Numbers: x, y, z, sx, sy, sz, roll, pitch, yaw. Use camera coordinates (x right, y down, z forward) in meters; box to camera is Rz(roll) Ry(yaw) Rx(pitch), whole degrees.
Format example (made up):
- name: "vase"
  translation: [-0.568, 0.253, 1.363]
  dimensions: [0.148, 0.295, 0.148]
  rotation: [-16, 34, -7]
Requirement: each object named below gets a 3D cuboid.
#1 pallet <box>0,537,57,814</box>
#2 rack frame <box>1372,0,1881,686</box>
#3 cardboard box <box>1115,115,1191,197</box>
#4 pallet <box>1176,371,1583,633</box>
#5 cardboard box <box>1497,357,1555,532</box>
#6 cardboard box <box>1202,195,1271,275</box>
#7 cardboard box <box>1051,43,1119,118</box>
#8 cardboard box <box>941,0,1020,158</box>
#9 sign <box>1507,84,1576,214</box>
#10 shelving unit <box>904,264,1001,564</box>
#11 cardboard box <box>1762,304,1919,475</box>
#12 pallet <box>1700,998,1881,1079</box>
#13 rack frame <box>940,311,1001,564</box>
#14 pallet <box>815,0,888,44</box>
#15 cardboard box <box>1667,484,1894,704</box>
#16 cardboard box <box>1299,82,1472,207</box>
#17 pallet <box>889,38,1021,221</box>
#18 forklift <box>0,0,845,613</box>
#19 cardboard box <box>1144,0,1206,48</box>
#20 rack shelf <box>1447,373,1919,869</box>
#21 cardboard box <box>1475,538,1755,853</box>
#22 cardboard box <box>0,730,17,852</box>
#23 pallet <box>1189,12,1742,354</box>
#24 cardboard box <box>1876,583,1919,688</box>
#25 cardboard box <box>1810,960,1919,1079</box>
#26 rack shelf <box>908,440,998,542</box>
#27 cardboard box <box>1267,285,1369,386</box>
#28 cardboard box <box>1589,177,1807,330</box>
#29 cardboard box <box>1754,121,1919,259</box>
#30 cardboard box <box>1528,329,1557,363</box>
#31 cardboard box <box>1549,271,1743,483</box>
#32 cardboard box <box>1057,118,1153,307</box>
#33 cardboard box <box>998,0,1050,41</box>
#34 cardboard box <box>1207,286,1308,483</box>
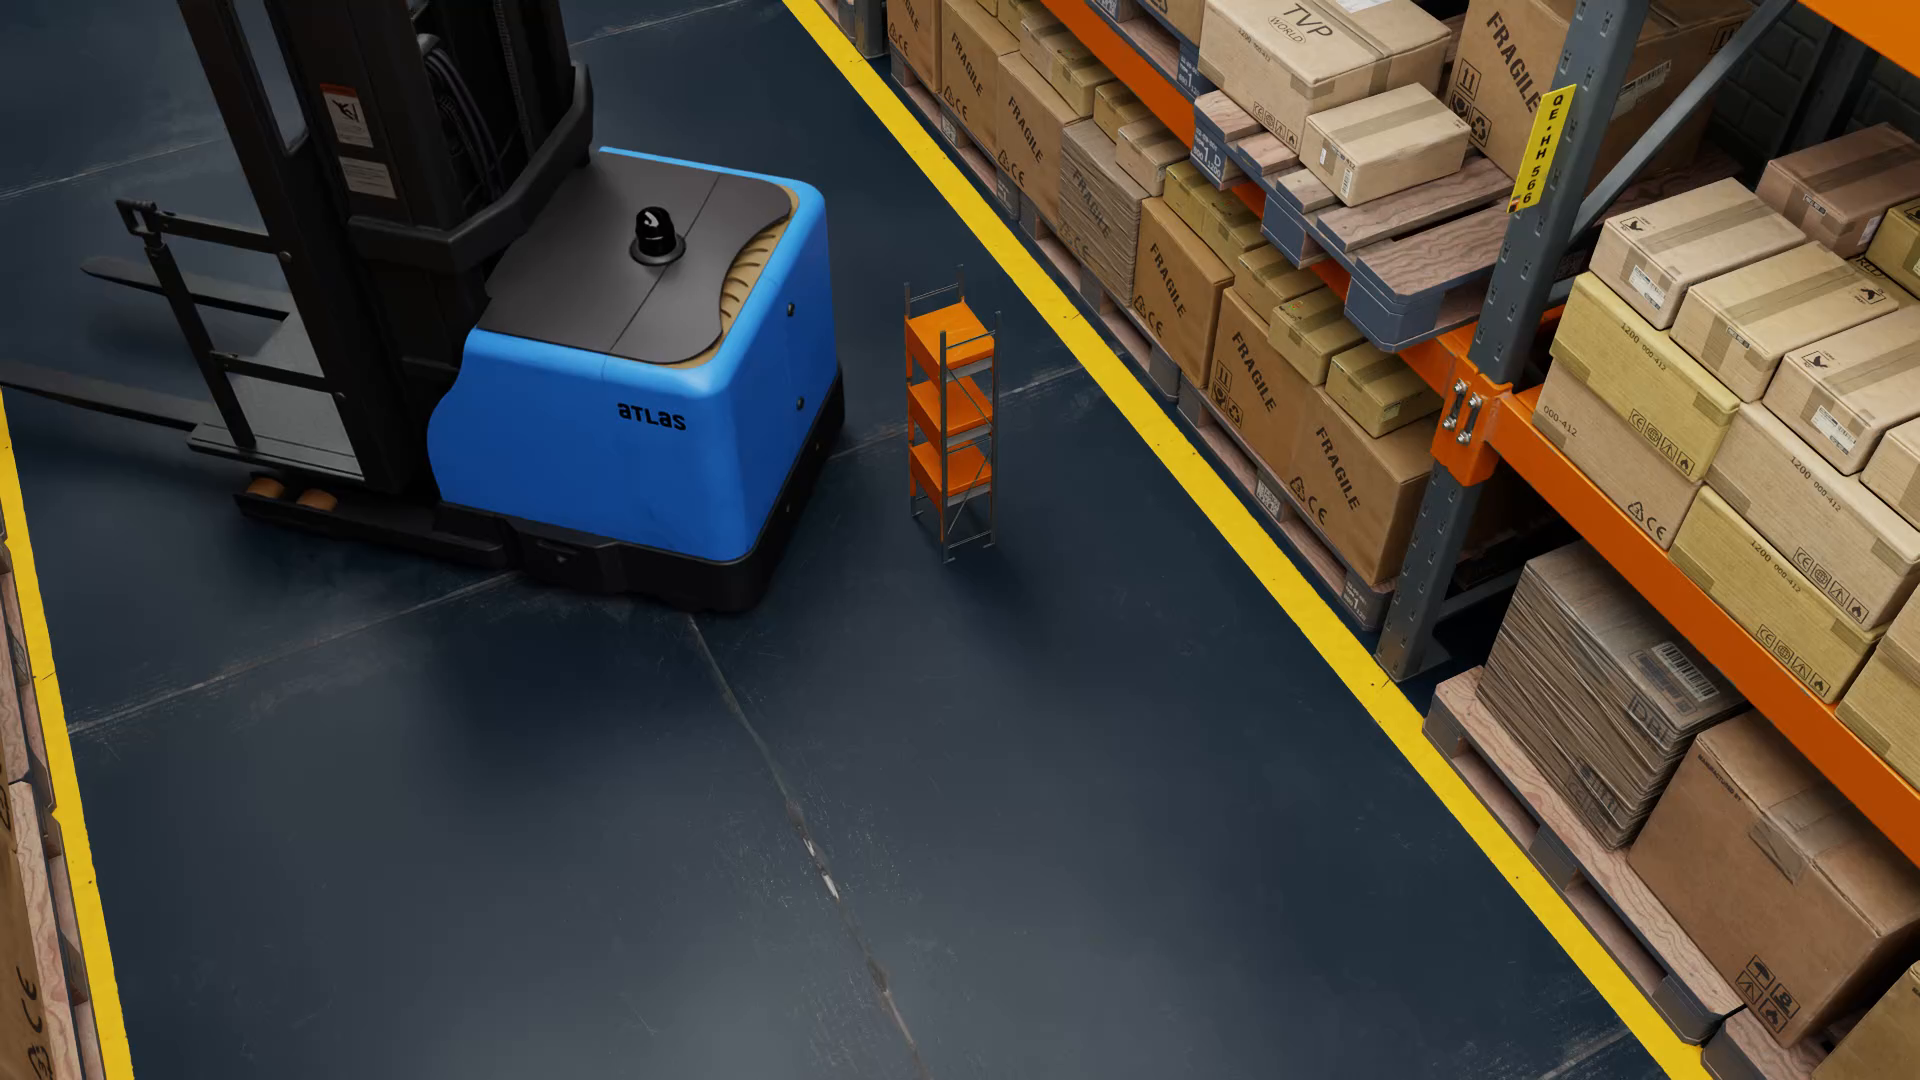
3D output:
- name: "pallet"
  translation: [-3.444, 0.527, 5.149]
  dimensions: [1.003, 0.211, 1.213]
  rotation: [-21, 52, -18]
- name: "rack frame"
  translation: [1.816, -0.734, 4.399]
  dimensions: [1.000, 3.000, 0.127]
  rotation: [-21, 52, -18]
- name: "cardboard box"
  translation: [0.783, -1.403, 5.935]
  dimensions: [0.380, 0.149, 0.250]
  rotation: [-23, 53, -19]
- name: "pallet"
  translation: [1.508, -0.329, 5.897]
  dimensions: [1.003, 0.211, 1.213]
  rotation: [-21, 52, -18]
- name: "cardboard box"
  translation: [1.873, -0.428, 5.513]
  dimensions: [0.500, 0.500, 0.500]
  rotation: [-19, 52, -16]
- name: "cardboard box"
  translation: [1.051, -1.062, 5.637]
  dimensions: [0.380, 0.149, 0.250]
  rotation: [-20, 52, -16]
- name: "cardboard box"
  translation: [0.567, -1.756, 6.244]
  dimensions: [0.380, 0.149, 0.250]
  rotation: [-19, 52, -16]
- name: "cardboard box"
  translation: [0.259, -1.972, 6.864]
  dimensions: [0.500, 0.500, 0.500]
  rotation: [-22, 52, -18]
- name: "sign"
  translation: [1.338, -0.896, 3.824]
  dimensions: [0.100, 0.325, 0.005]
  rotation: [-21, 52, -18]
- name: "shelving unit"
  translation: [-0.025, -0.381, 5.386]
  dimensions: [0.215, 1.050, 0.252]
  rotation: [-21, 52, -18]
- name: "cardboard box"
  translation: [1.964, -0.324, 3.544]
  dimensions: [0.380, 0.149, 0.250]
  rotation: [-20, 52, -17]
- name: "pallet"
  translation: [2.712, 1.564, 4.242]
  dimensions: [1.003, 0.211, 1.213]
  rotation: [-21, 52, -18]
- name: "rack frame"
  translation: [0.031, -0.300, 5.315]
  dimensions: [0.200, 1.050, 0.008]
  rotation: [-21, 52, -18]
- name: "pallet"
  translation: [-0.328, -2.953, 8.193]
  dimensions: [1.003, 0.211, 1.213]
  rotation: [-21, 52, -18]
- name: "cardboard box"
  translation: [2.028, 0.035, 3.826]
  dimensions: [0.500, 0.250, 0.500]
  rotation: [-22, 52, -18]
- name: "cardboard box"
  translation: [1.174, -1.097, 4.605]
  dimensions: [0.380, 0.149, 0.250]
  rotation: [-20, 52, -17]
- name: "pallet"
  translation: [0.392, -1.962, 7.326]
  dimensions: [1.003, 0.211, 1.213]
  rotation: [-21, 52, -18]
- name: "forklift"
  translation: [-1.993, -1.352, 4.986]
  dimensions: [3.031, 2.935, 1.130]
  rotation: [12, 50, 10]
- name: "cardboard box"
  translation: [0.905, -1.935, 5.102]
  dimensions: [0.797, 0.503, 0.637]
  rotation: [-22, 52, -18]
- name: "rack shelf"
  translation: [2.731, 0.841, 3.499]
  dimensions: [1.077, 0.370, 4.000]
  rotation: [-21, 52, -18]
- name: "cardboard box"
  translation: [2.089, 0.332, 4.766]
  dimensions: [0.875, 0.625, 0.625]
  rotation: [-20, 52, -16]
- name: "cardboard box"
  translation: [-3.242, 0.450, 4.496]
  dimensions: [0.875, 0.875, 0.875]
  rotation: [-21, 52, -17]
- name: "pallet"
  translation: [1.444, -1.100, 4.847]
  dimensions: [1.213, 0.211, 1.003]
  rotation: [-21, 52, -18]
- name: "cardboard box"
  translation: [2.253, 0.224, 3.329]
  dimensions: [0.500, 0.250, 0.500]
  rotation: [-22, 53, -18]
- name: "cardboard box"
  translation: [2.704, 1.217, 3.992]
  dimensions: [0.875, 0.625, 0.625]
  rotation: [-23, 53, -19]
- name: "rack shelf"
  translation: [-0.025, -0.192, 5.603]
  dimensions: [0.215, 0.259, 0.240]
  rotation: [-21, 52, -18]
- name: "cardboard box"
  translation: [1.212, -0.678, 5.301]
  dimensions: [0.380, 0.149, 0.250]
  rotation: [-24, 53, -19]
- name: "cardboard box"
  translation: [1.700, -0.666, 3.842]
  dimensions: [0.380, 0.149, 0.250]
  rotation: [-20, 52, -16]
- name: "cardboard box"
  translation: [2.145, -0.833, 3.988]
  dimensions: [0.380, 0.149, 0.250]
  rotation: [-20, 52, -16]
- name: "cardboard box"
  translation: [1.855, -0.719, 5.337]
  dimensions: [0.380, 0.149, 0.250]
  rotation: [-19, 51, -16]
- name: "cardboard box"
  translation: [1.780, -0.460, 3.927]
  dimensions: [0.500, 0.250, 0.500]
  rotation: [-21, 52, -18]
- name: "cardboard box"
  translation: [0.716, -1.287, 6.265]
  dimensions: [0.500, 0.500, 0.500]
  rotation: [-23, 53, -19]
- name: "cardboard box"
  translation: [0.374, -2.103, 6.547]
  dimensions: [0.380, 0.149, 0.250]
  rotation: [-22, 52, -18]
- name: "cardboard box"
  translation: [1.212, -0.597, 5.661]
  dimensions: [0.500, 0.500, 0.500]
  rotation: [-22, 52, -18]
